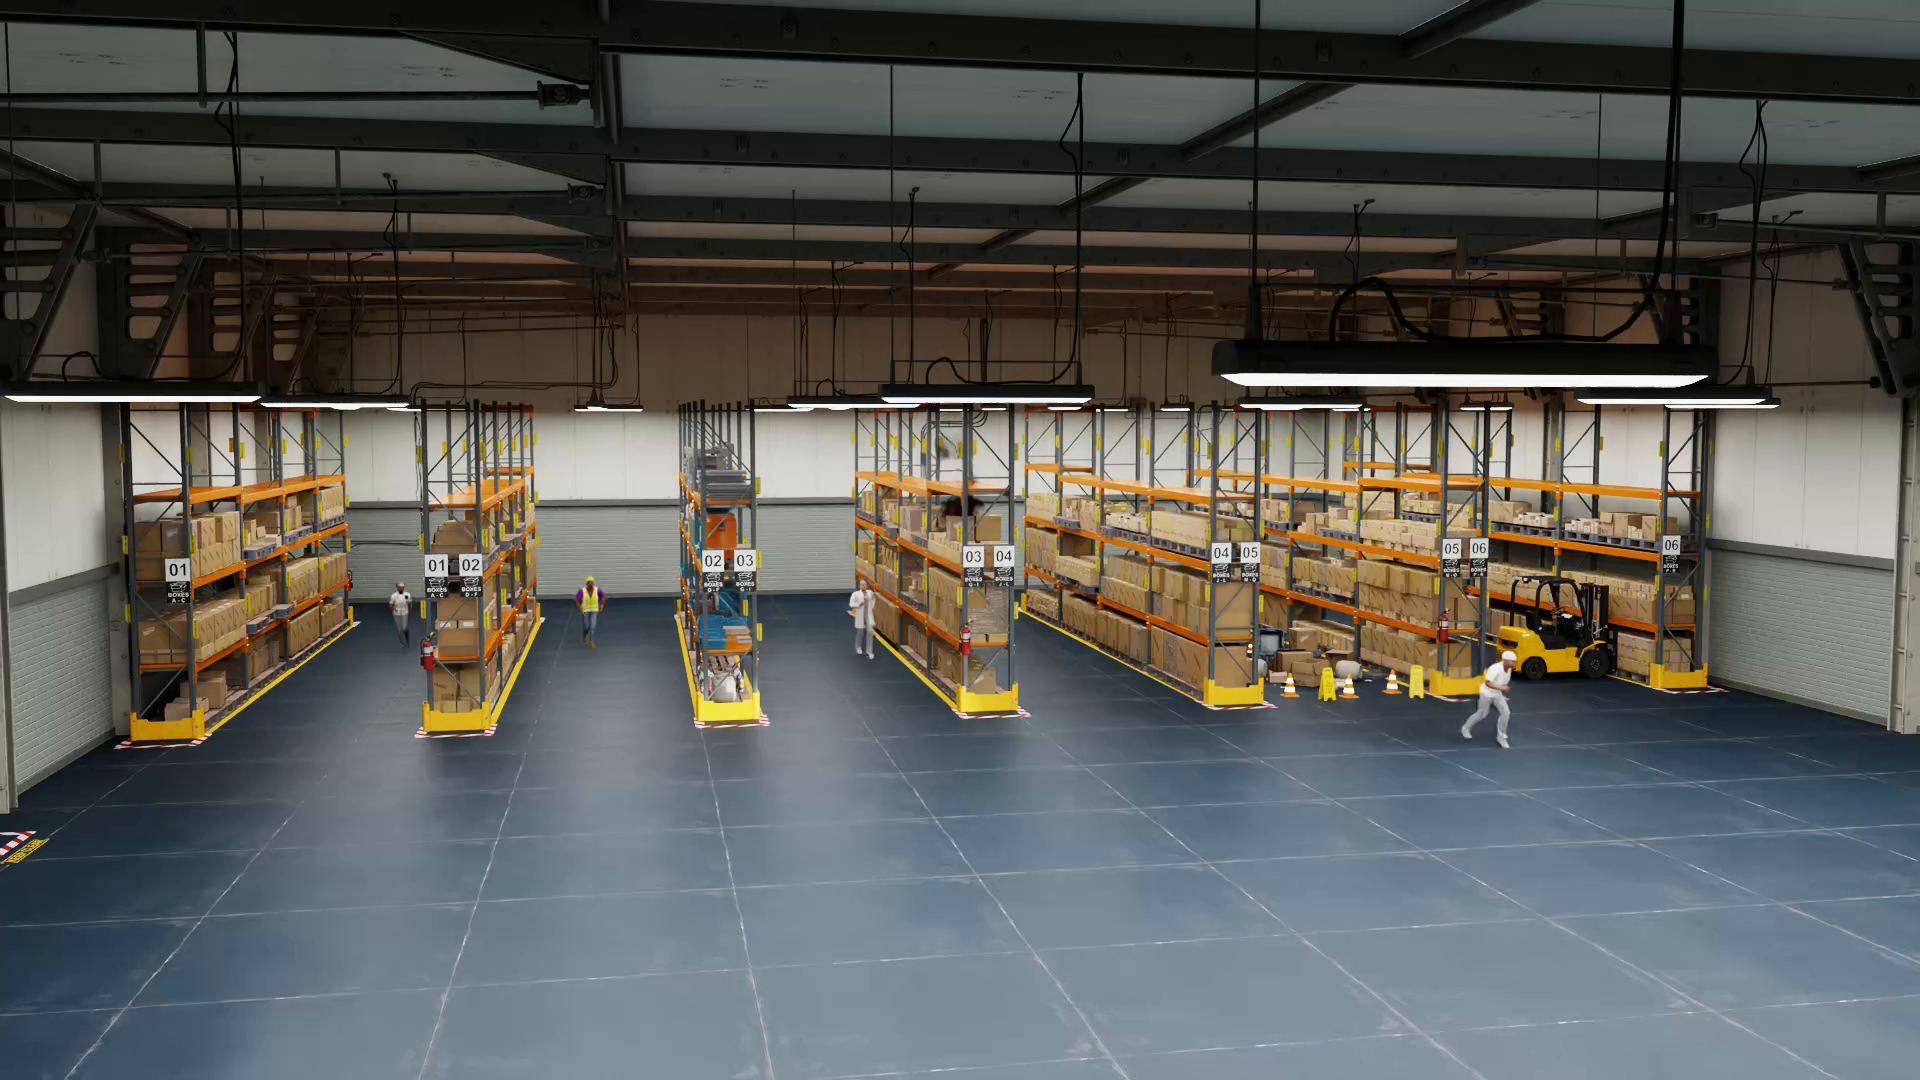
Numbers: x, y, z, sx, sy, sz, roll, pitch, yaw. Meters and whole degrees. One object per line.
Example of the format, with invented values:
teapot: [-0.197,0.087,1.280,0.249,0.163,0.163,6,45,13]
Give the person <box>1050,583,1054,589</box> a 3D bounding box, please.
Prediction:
person: [2.955,1.117,49.697,0.623,1.710,0.671,2,5,21]

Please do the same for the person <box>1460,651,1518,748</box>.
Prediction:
person: [9.190,2.739,28.856,0.747,1.717,1.044,-4,6,-43]

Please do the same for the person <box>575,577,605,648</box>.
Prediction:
person: [-9.120,1.765,41.069,0.723,1.743,0.632,-1,5,-18]

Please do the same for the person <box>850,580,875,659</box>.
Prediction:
person: [-2.281,1.859,39.249,0.696,1.828,0.917,-1,5,-19]

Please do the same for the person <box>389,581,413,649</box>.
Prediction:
person: [-13.608,1.833,40.491,0.558,1.666,0.567,-1,5,-18]
